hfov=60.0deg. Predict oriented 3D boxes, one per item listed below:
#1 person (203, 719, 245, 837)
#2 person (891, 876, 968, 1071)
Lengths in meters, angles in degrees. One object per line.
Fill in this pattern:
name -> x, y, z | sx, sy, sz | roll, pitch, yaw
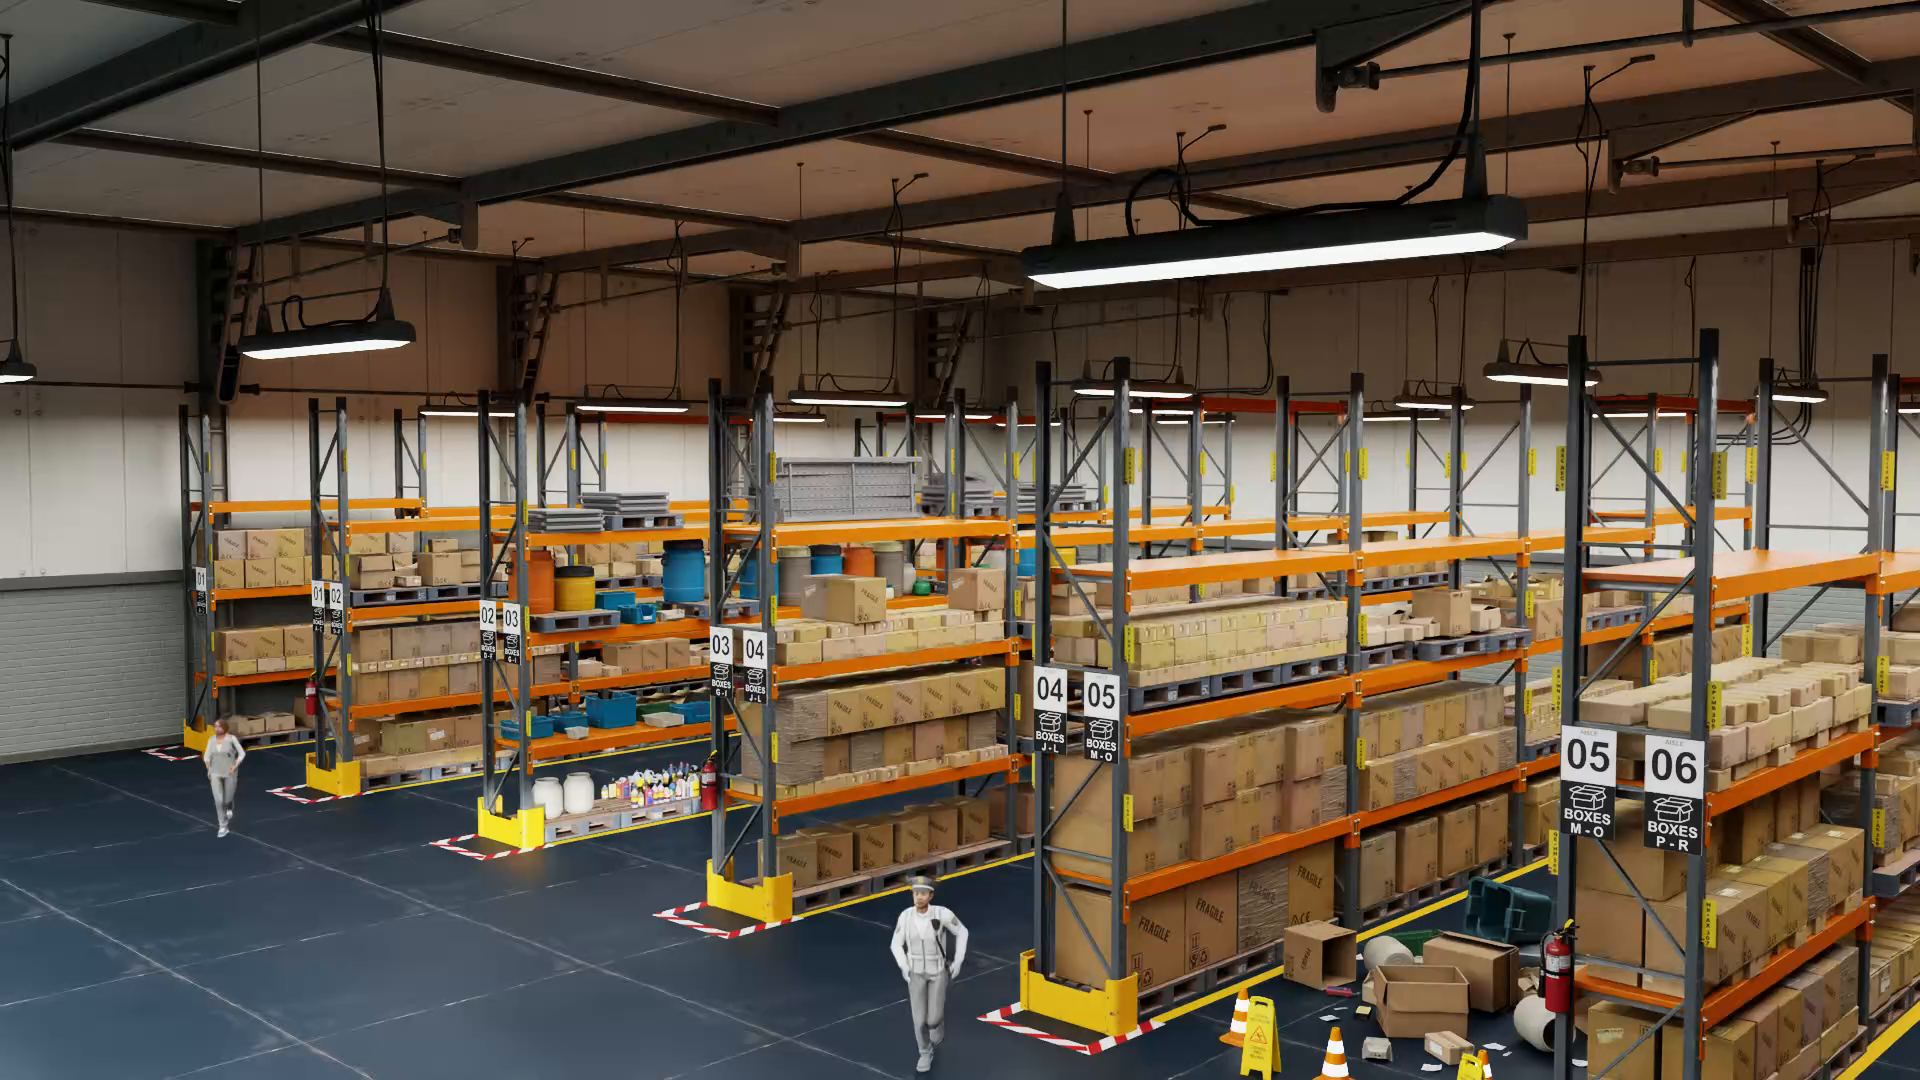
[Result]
person -> -9.990, 3.203, 22.579 | 0.535, 1.577, 0.579 | -1, 3, -11
person -> -0.268, 3.612, 13.898 | 0.635, 1.661, 0.593 | 1, 3, 10
